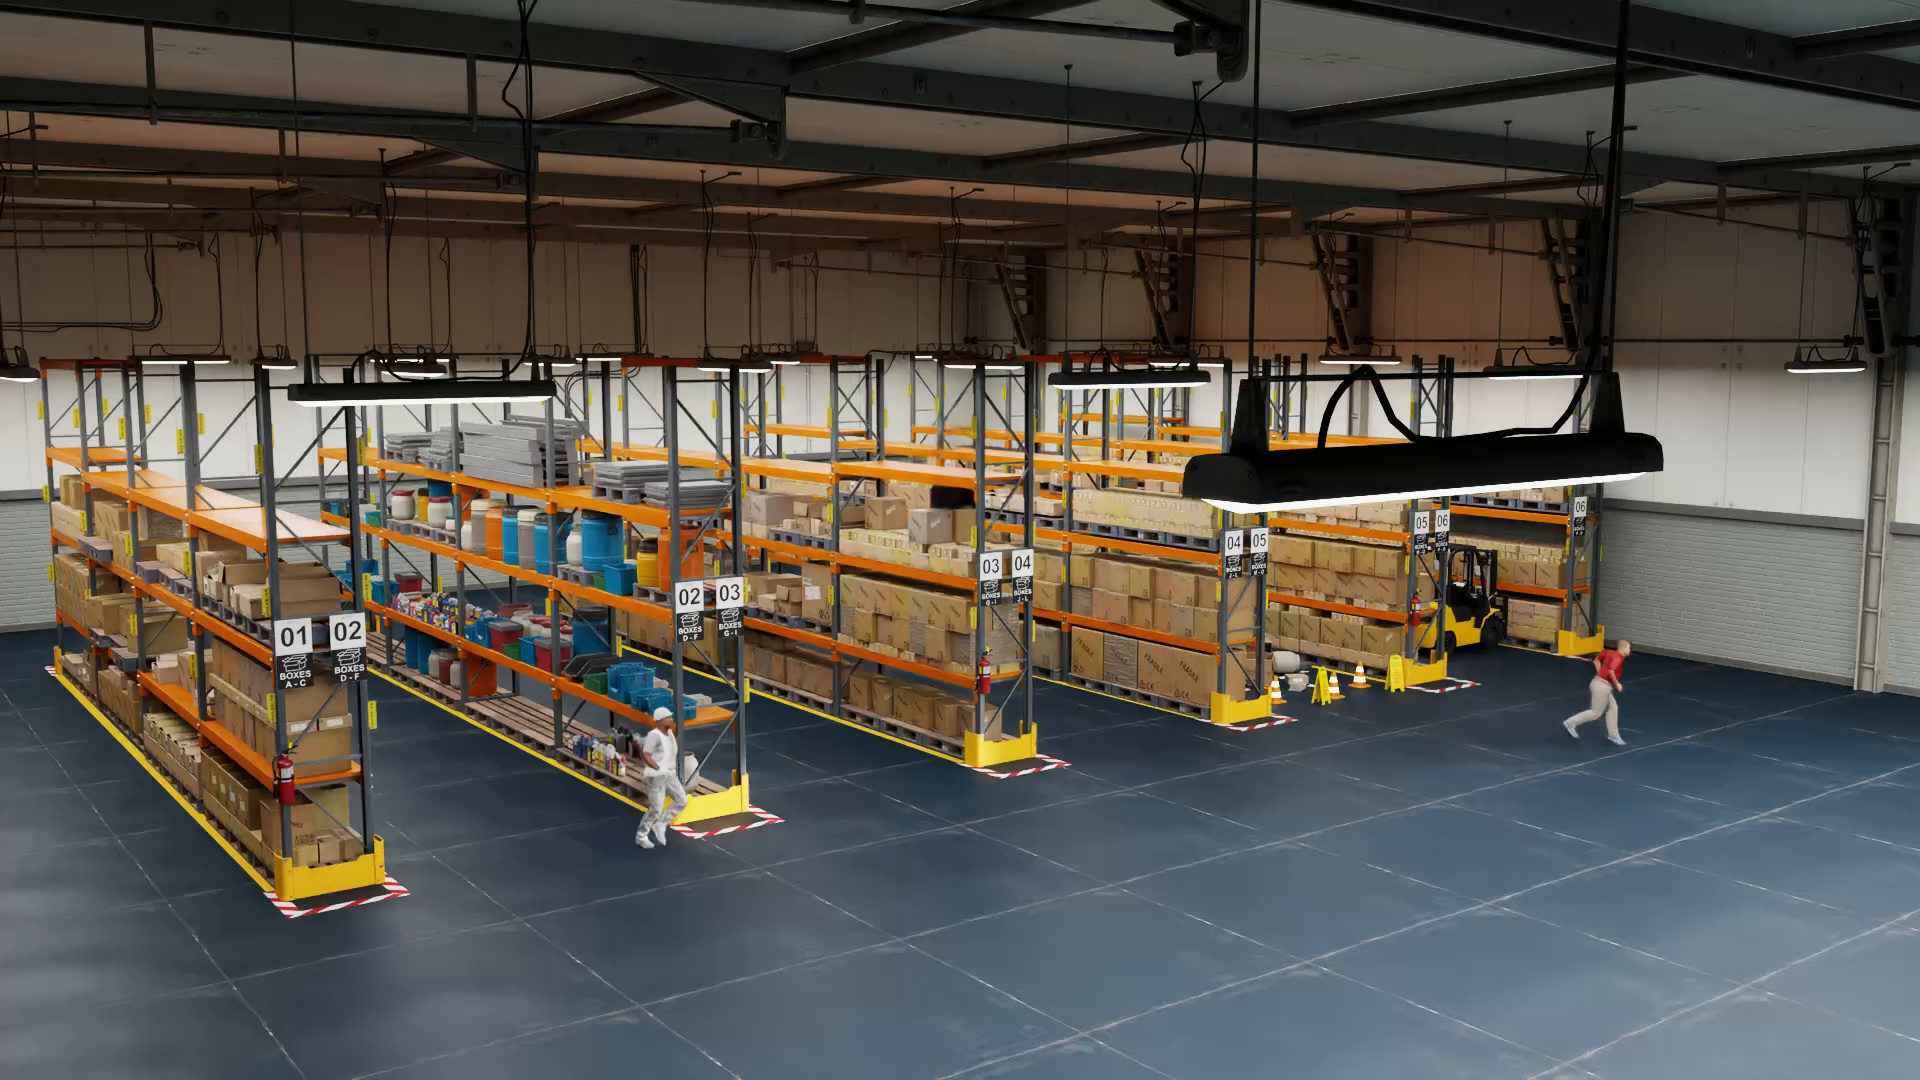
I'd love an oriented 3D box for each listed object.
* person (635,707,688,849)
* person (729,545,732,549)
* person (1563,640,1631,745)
[{"bbox_3d":[-3.723,2.963,20.912,0.597,1.729,0.749,2,7,19],"label":"person"},{"bbox_3d":[-5.322,0.920,38.438,0.637,1.614,0.516,-4,8,-33],"label":"person"},{"bbox_3d":[10.014,2.402,26.168,1.007,1.692,0.693,0,7,2],"label":"person"}]
